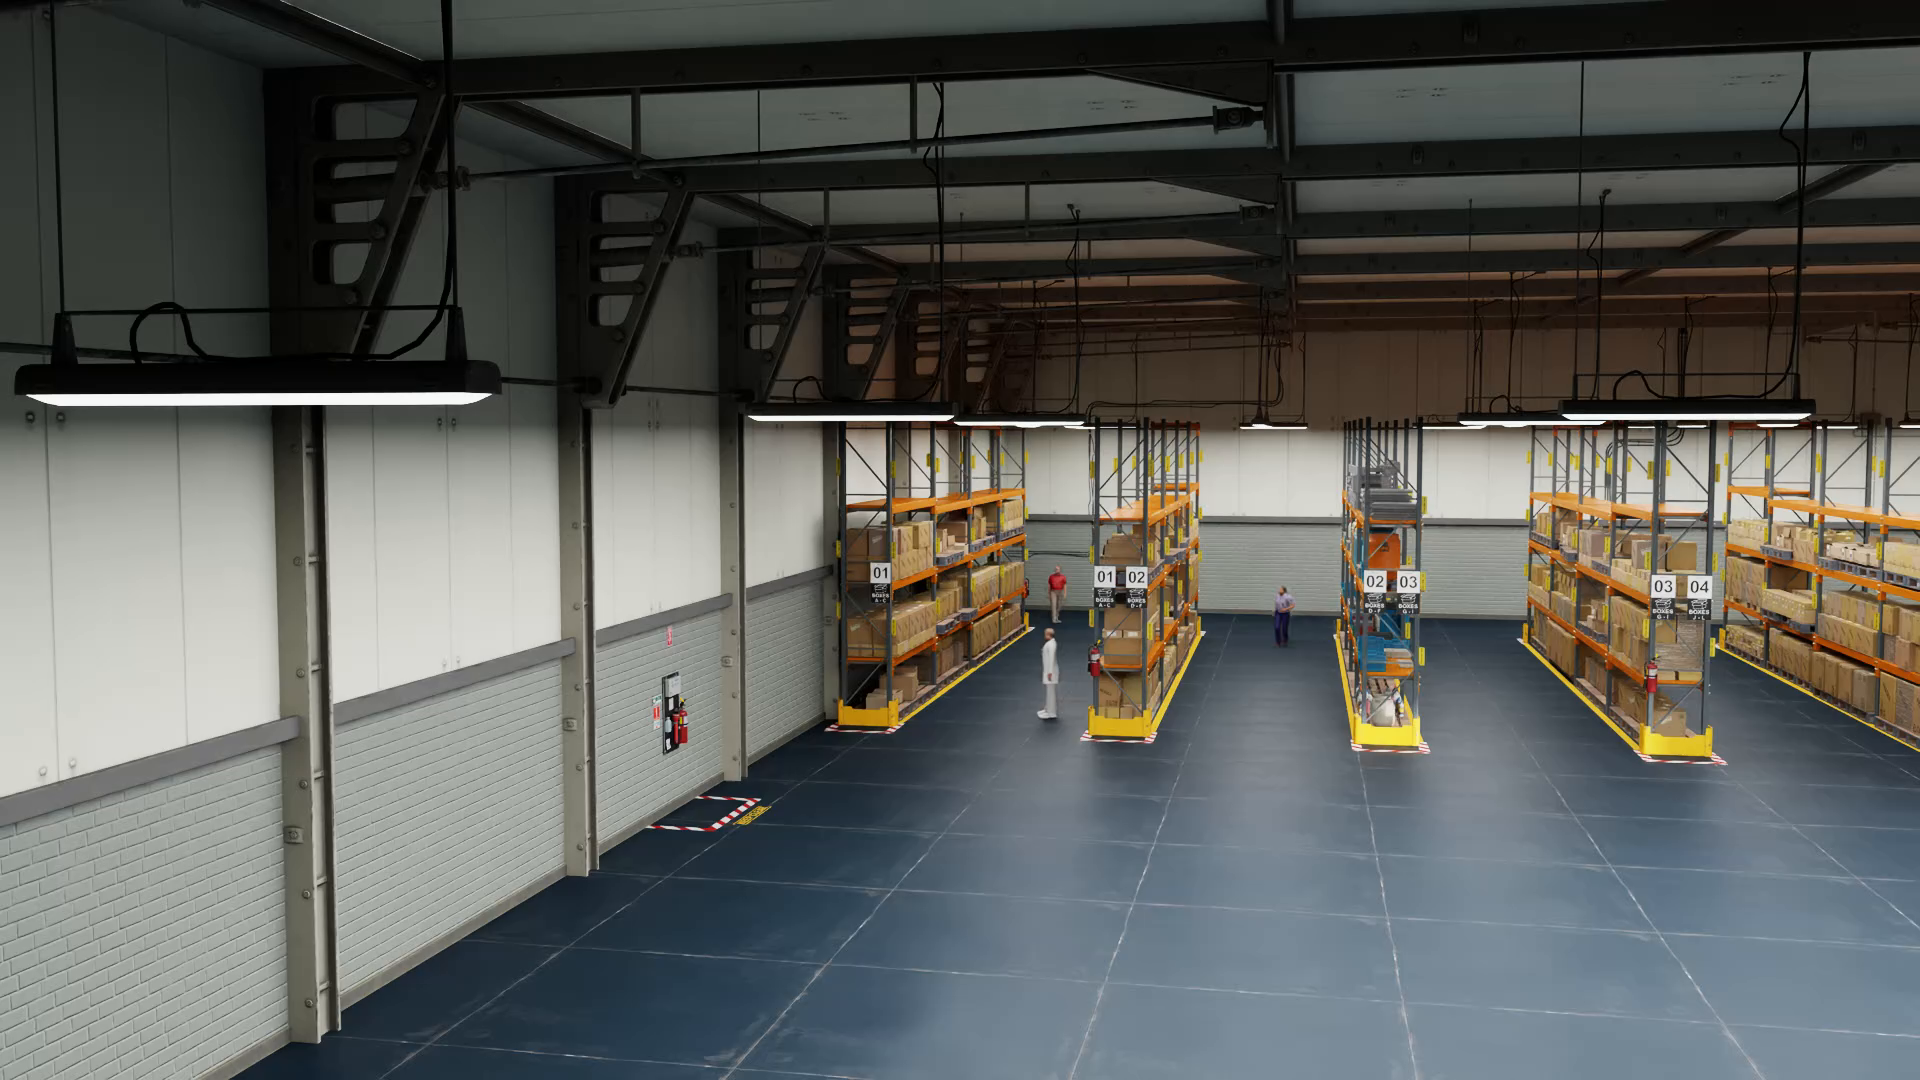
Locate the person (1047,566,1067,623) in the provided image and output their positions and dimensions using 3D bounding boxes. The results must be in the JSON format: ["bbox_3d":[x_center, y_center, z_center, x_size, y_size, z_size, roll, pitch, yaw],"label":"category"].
[{"bbox_3d":[2.944,1.641,49.758,0.540,1.714,0.710,-1,4,-16],"label":"person"}]

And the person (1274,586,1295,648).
[{"bbox_3d":[8.685,2.061,44.471,0.537,1.668,0.724,1,4,17],"label":"person"}]

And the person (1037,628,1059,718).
[{"bbox_3d":[1.768,2.655,33.396,0.442,1.784,0.639,0,4,4],"label":"person"}]
